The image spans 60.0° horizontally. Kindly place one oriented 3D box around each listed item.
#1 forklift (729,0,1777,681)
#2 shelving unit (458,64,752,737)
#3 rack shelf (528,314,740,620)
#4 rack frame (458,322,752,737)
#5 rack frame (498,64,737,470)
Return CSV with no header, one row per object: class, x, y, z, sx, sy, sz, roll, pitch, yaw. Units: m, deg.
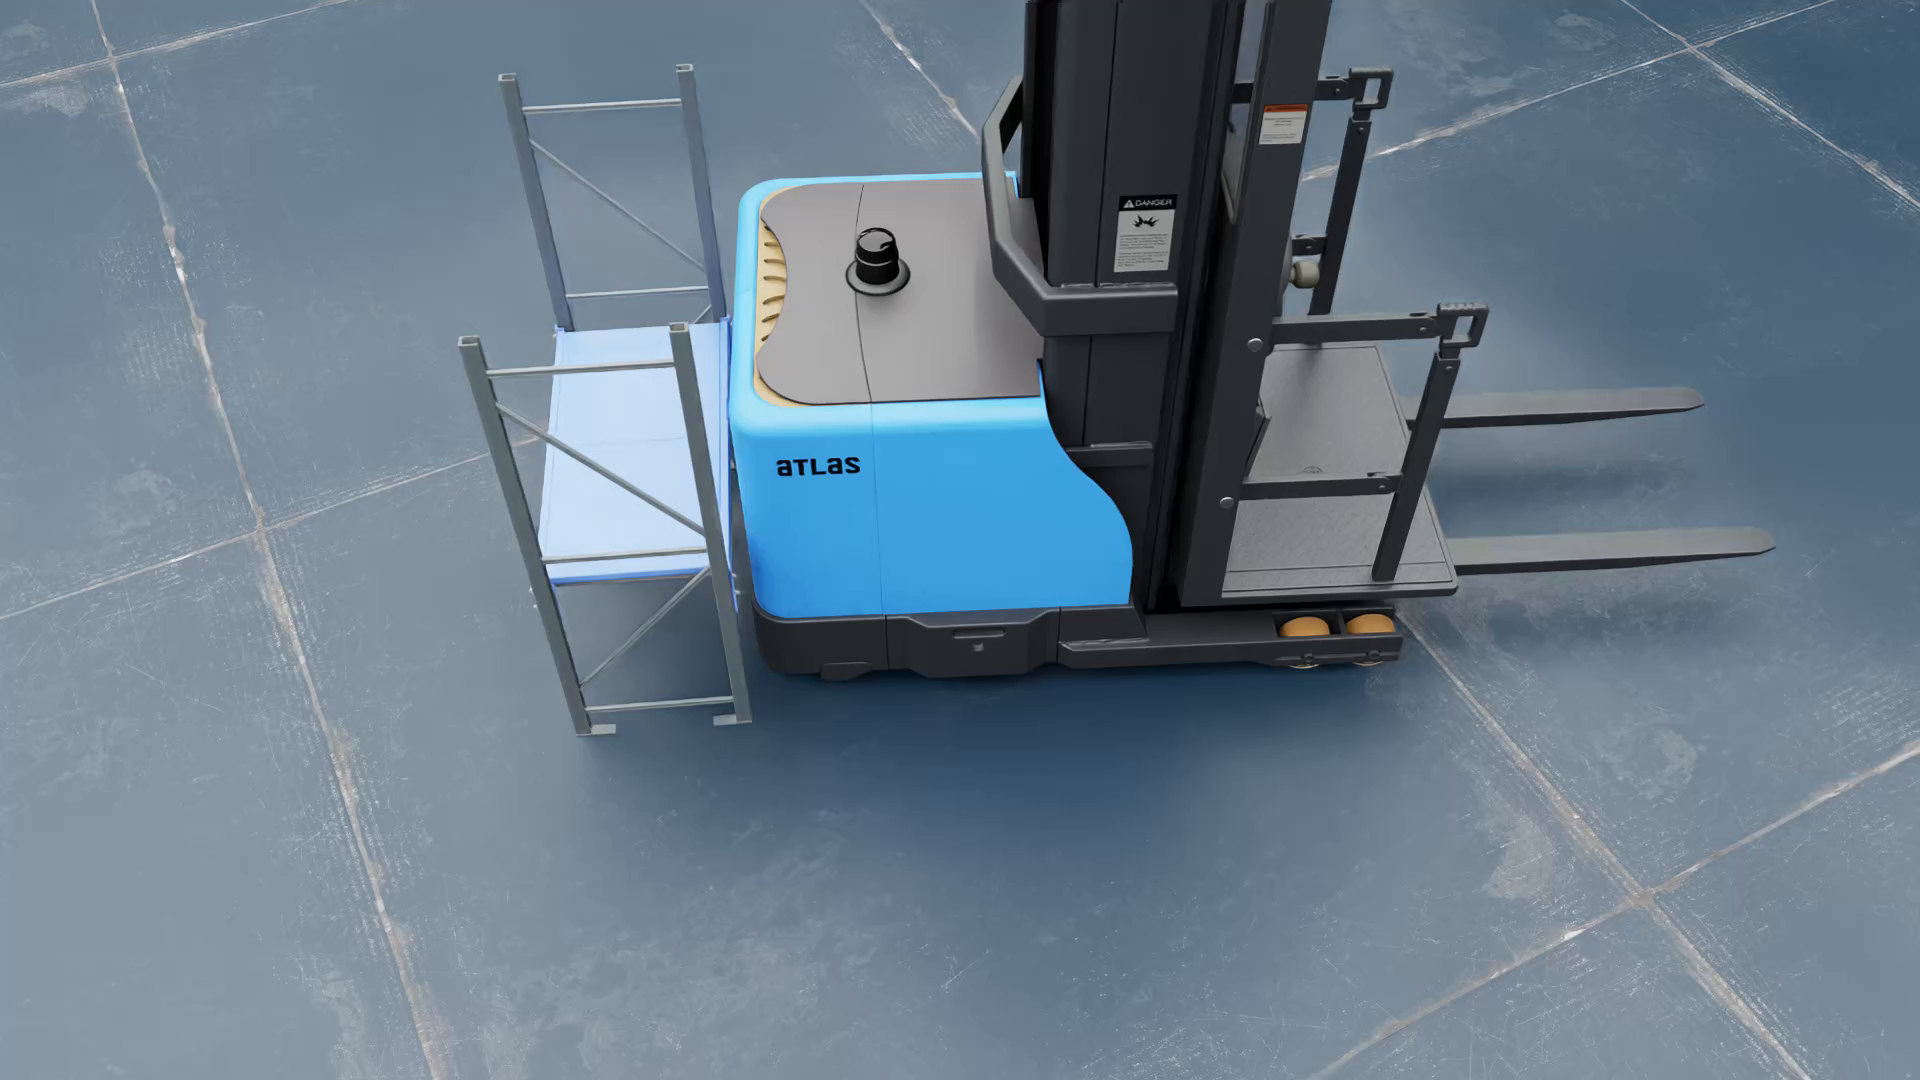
forklift,0.897,-0.984,4.163,3.031,2.935,1.130,-2,49,-2
shelving unit,-0.897,-0.340,4.551,0.538,1.500,1.048,-4,49,-4
rack shelf,-0.897,-0.222,4.686,0.538,0.185,1.000,-4,49,-4
rack frame,-0.848,0.041,4.218,0.500,1.500,0.032,-4,49,-4
rack frame,-0.945,-0.721,4.884,0.500,1.500,0.032,-4,49,-4
